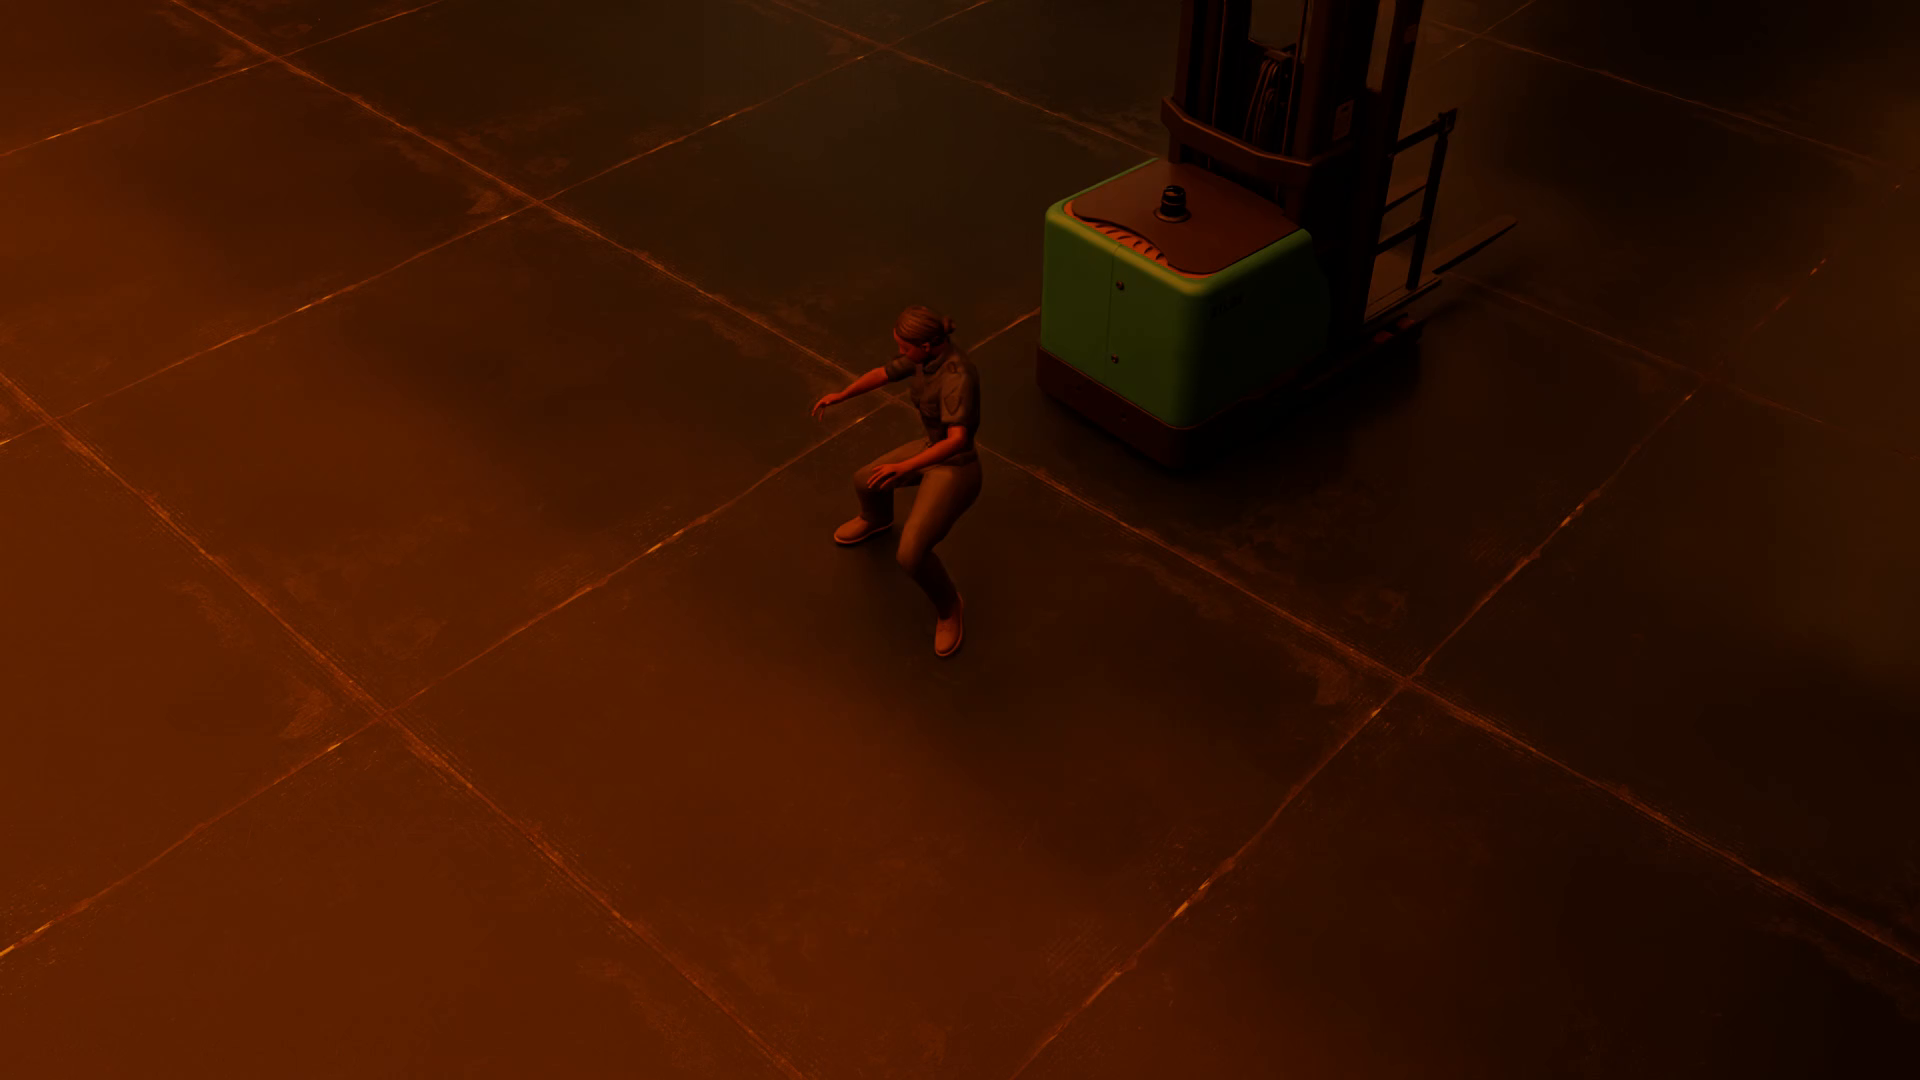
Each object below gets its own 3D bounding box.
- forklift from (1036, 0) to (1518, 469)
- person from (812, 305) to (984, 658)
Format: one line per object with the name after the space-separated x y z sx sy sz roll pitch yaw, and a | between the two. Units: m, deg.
1.825 -2.277 8.082 3.031 2.935 1.130 -30 49 -30 | forklift
-0.246 -0.326 6.963 0.682 1.428 0.994 -11 42 -12 | person
